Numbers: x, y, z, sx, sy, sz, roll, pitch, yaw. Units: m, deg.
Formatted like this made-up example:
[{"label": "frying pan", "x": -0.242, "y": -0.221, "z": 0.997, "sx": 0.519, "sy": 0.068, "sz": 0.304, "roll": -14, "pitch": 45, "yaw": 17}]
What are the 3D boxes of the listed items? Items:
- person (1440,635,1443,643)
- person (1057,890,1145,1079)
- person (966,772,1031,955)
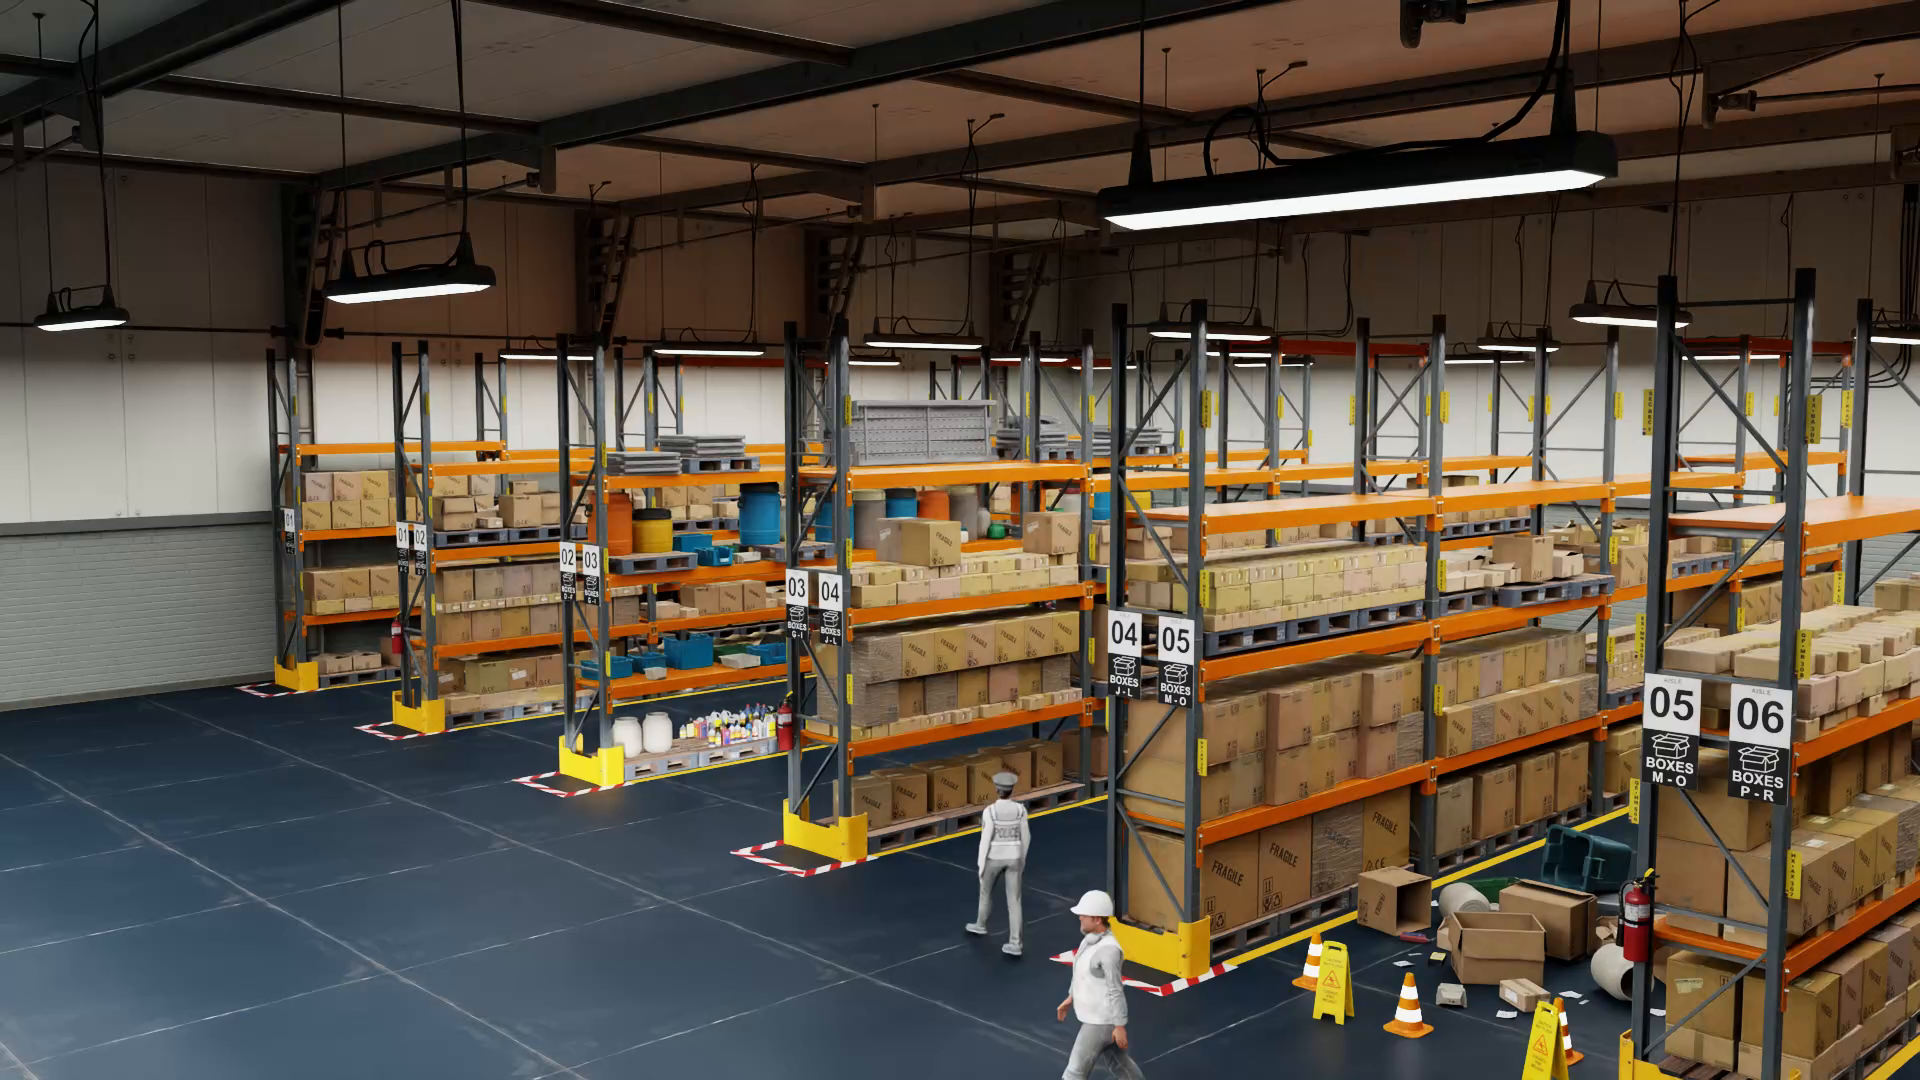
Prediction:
[{"label": "person", "x": 6.896, "y": 2.189, "z": 24.181, "sx": 0.638, "sy": 1.764, "sz": 0.531, "roll": 2, "pitch": 5, "yaw": 20}, {"label": "person", "x": 0.875, "y": 3.285, "z": 11.613, "sx": 1.076, "sy": 1.708, "sz": 0.564, "roll": 0, "pitch": 5, "yaw": -2}, {"label": "person", "x": 0.394, "y": 2.986, "z": 15.609, "sx": 0.549, "sy": 1.616, "sz": 0.937, "roll": -1, "pitch": 5, "yaw": -8}]
